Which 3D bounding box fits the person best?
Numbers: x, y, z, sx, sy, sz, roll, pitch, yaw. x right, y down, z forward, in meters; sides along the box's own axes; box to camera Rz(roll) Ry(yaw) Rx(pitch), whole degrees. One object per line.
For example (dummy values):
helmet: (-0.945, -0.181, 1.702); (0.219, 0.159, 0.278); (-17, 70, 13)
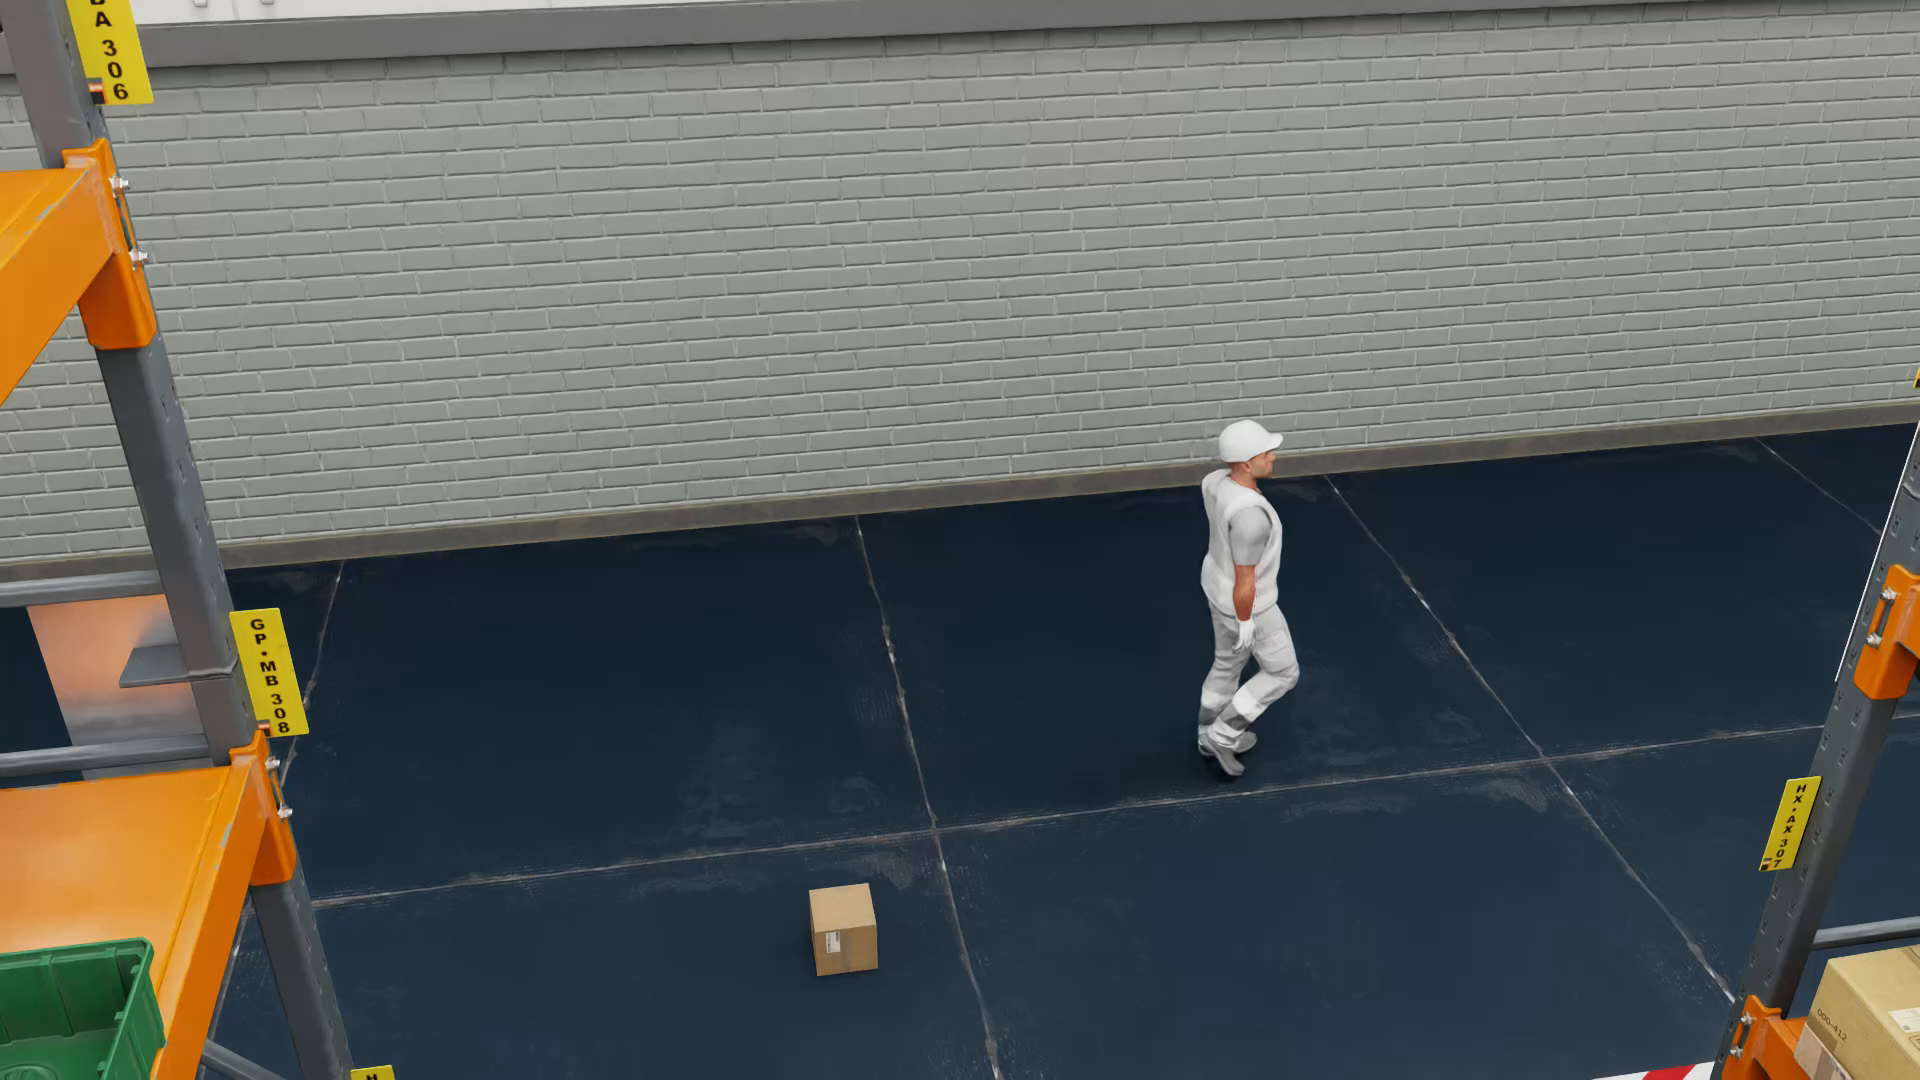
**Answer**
person: (1.315, 0.264, 7.621); (0.444, 1.793, 0.530); (-7, 31, -12)
